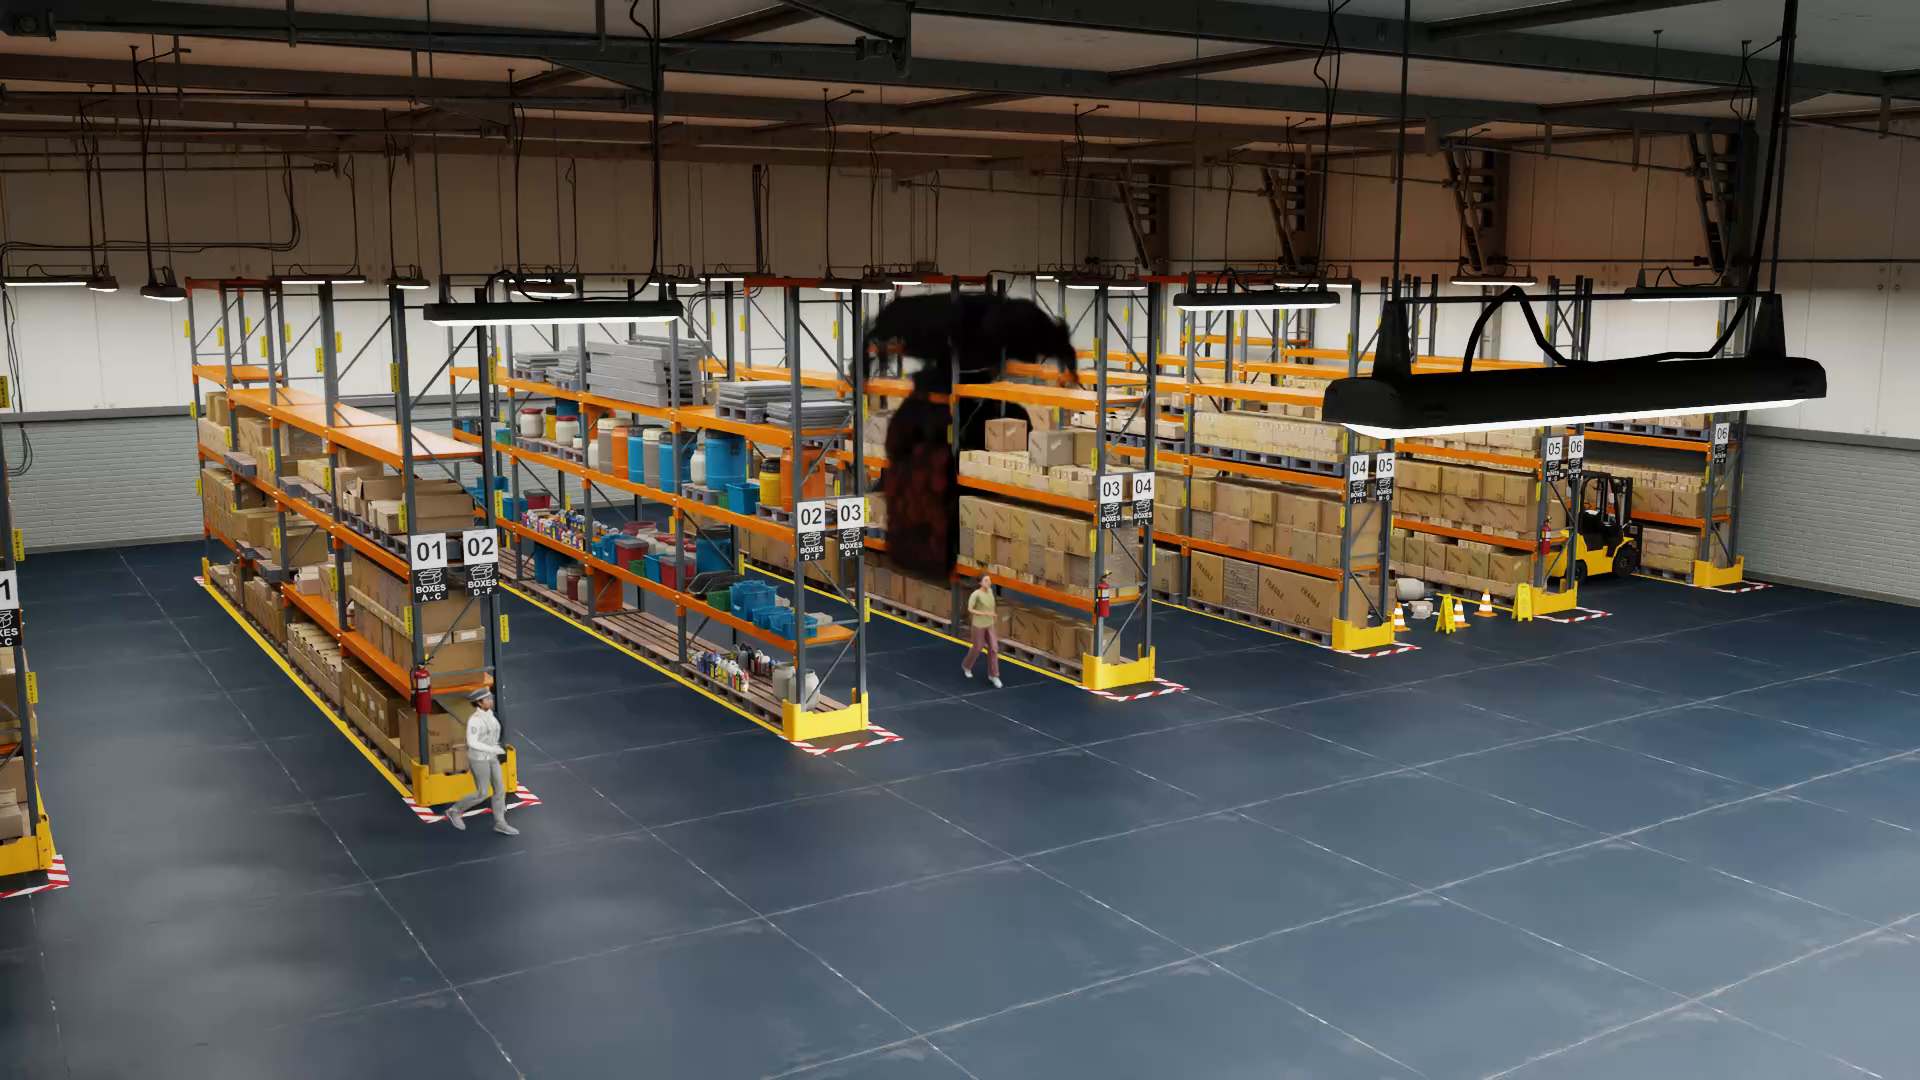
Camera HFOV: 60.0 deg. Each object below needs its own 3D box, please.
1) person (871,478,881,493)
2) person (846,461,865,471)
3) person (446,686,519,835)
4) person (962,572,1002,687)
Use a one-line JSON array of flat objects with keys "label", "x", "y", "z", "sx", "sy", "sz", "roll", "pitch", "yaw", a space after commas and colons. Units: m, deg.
[{"label": "person", "x": -1.997, "y": -1.499, "z": 42.245, "sx": 0.742, "sy": 1.641, "sz": 0.727, "roll": 0, "pitch": 10, "yaw": 0}, {"label": "person", "x": -2.678, "y": -1.499, "z": 41.901, "sx": 0.669, "sy": 1.703, "sz": 0.940, "roll": 4, "pitch": 10, "yaw": 23}, {"label": "person", "x": -5.319, "y": 2.441, "z": 18.463, "sx": 0.792, "sy": 1.705, "sz": 0.640, "roll": 1, "pitch": 10, "yaw": 7}, {"label": "person", "x": 0.337, "y": 1.326, "z": 25.115, "sx": 0.590, "sy": 1.701, "sz": 0.838, "roll": -7, "pitch": 12, "yaw": -37}]
